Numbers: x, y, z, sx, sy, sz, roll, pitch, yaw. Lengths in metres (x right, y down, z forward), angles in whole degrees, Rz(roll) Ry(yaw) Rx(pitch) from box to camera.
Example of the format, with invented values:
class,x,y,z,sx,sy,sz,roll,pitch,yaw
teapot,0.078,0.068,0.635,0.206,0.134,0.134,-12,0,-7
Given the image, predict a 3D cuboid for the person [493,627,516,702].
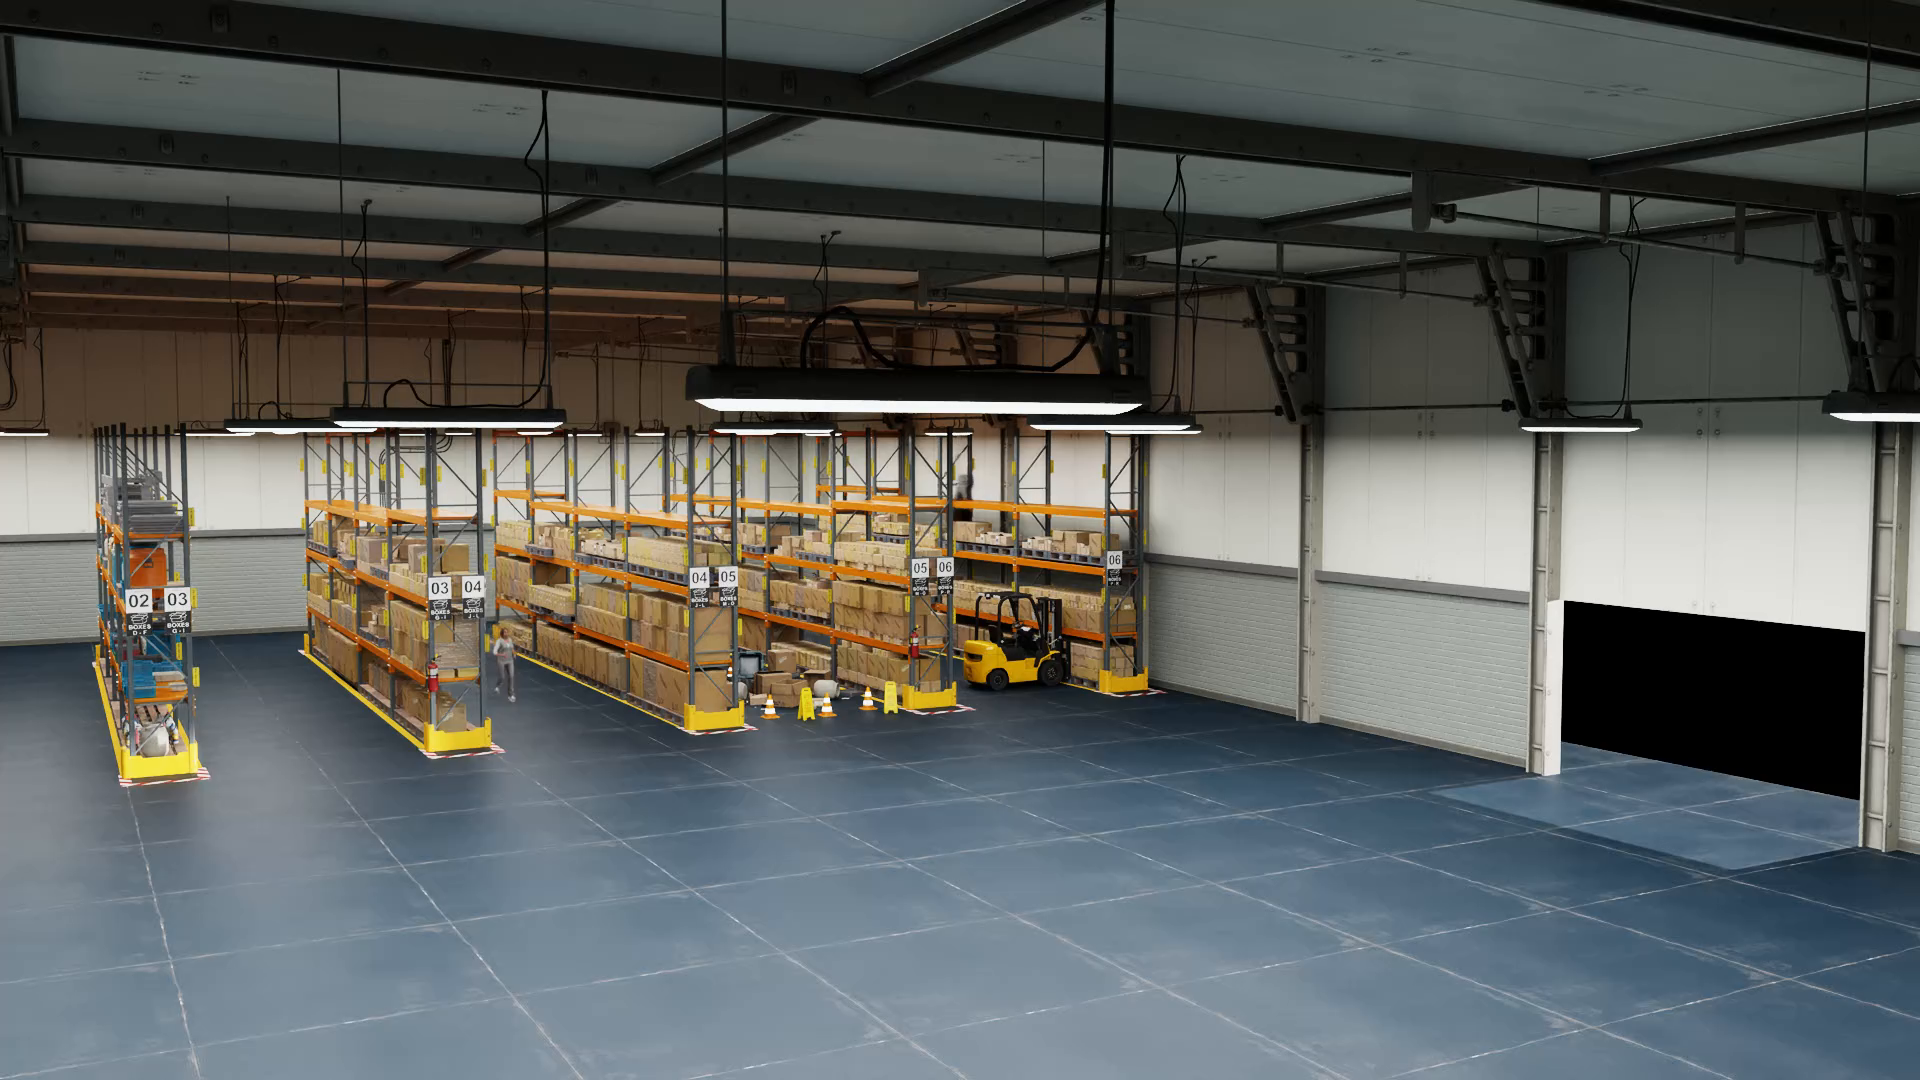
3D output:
class,x,y,z,sx,sy,sz,roll,pitch,yaw
person,-9.986,2.714,36.472,0.561,1.608,0.856,-3,5,-41
